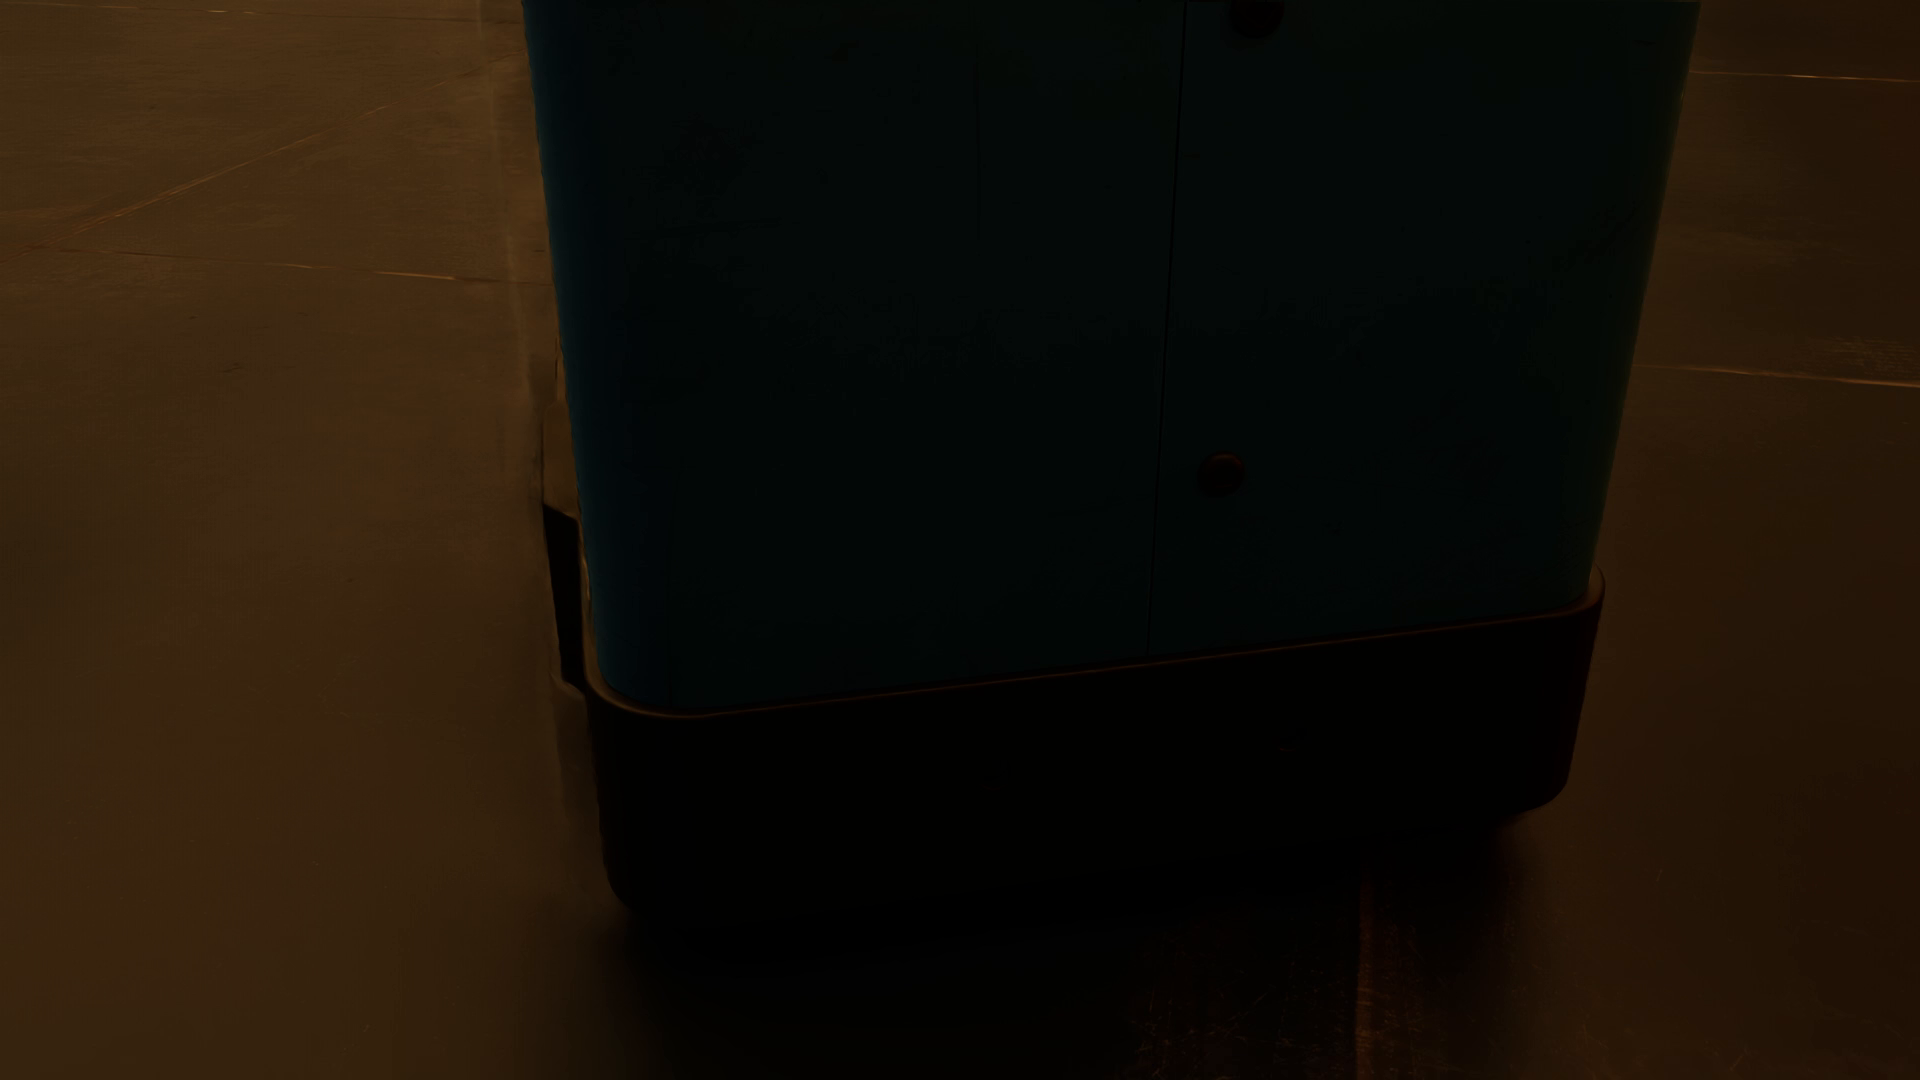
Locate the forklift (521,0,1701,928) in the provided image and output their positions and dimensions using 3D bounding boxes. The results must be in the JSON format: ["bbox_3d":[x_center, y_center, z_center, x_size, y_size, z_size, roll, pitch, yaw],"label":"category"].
[{"bbox_3d":[-0.149,-1.578,2.374,1.130,2.935,3.031,-6,27,-11],"label":"forklift"}]
